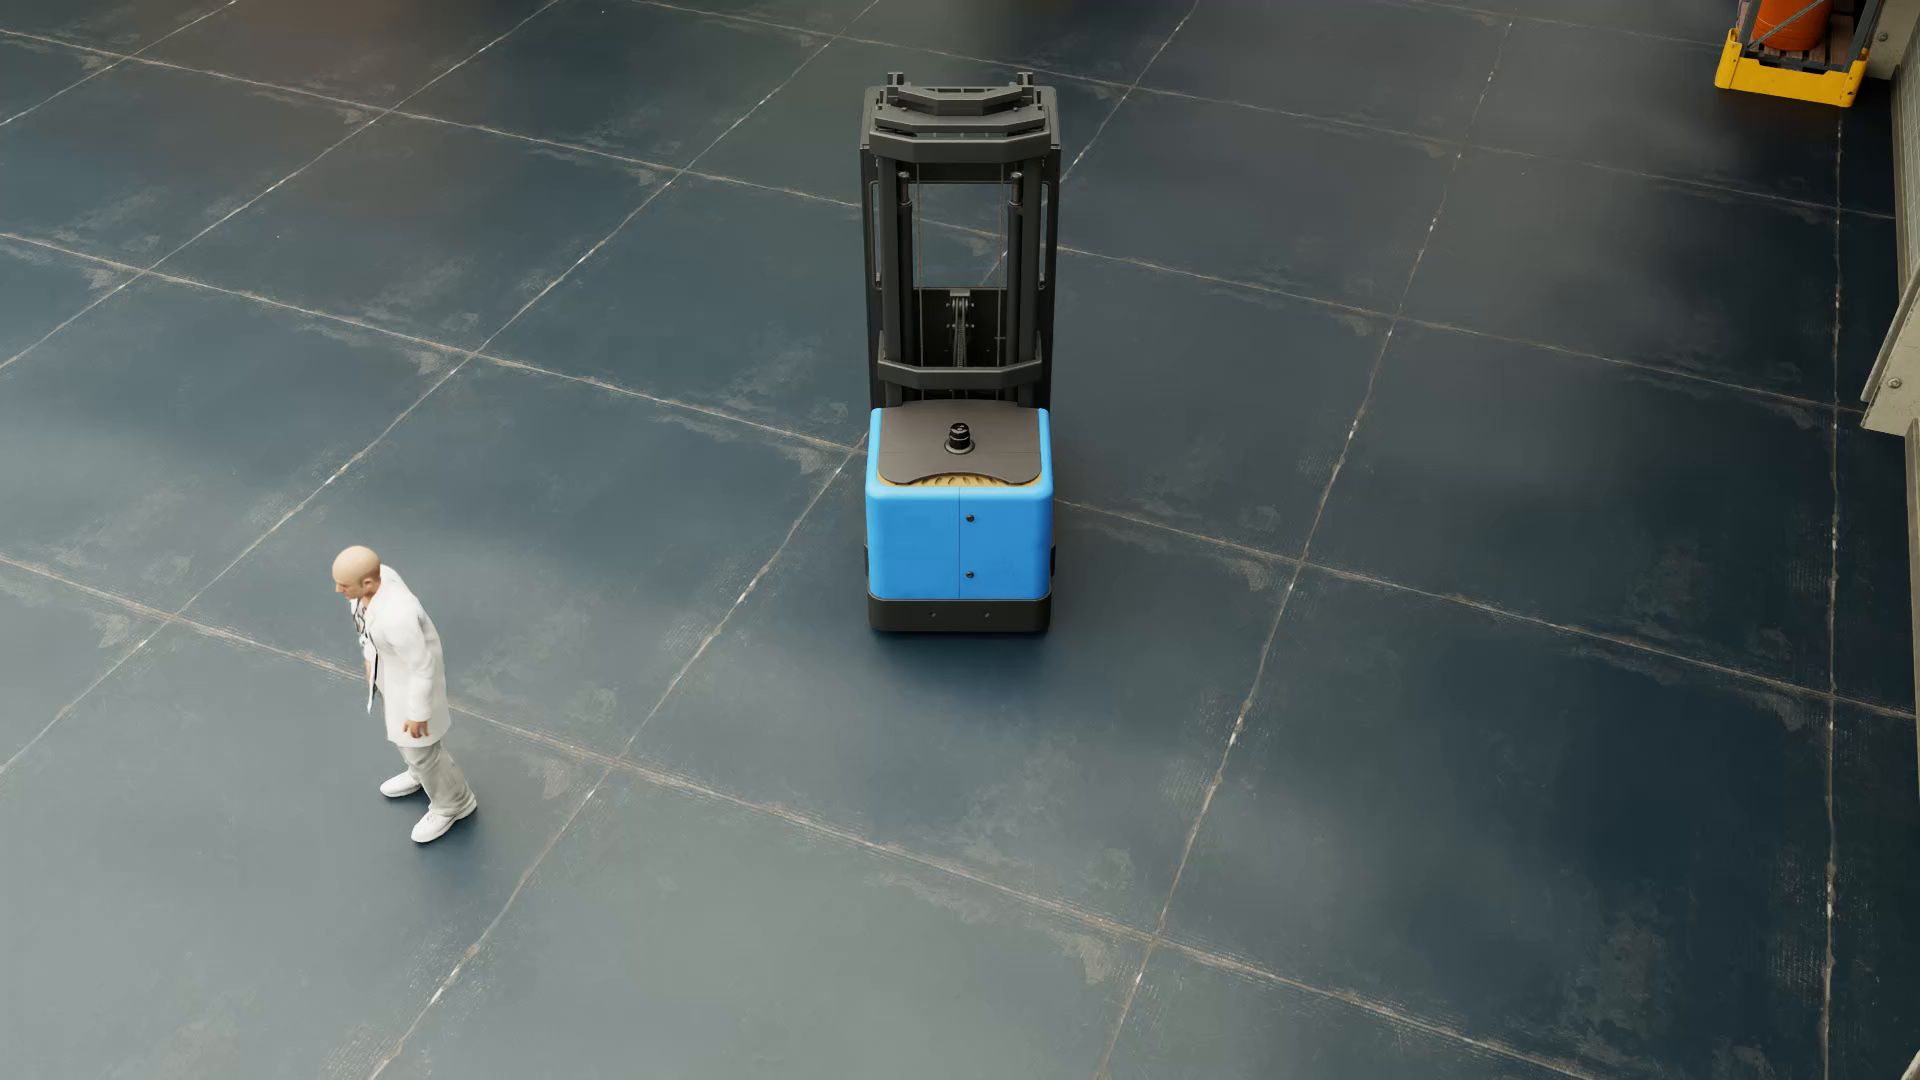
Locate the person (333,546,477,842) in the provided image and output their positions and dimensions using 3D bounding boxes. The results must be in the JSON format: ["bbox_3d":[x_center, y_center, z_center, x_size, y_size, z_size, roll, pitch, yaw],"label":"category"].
[{"bbox_3d":[-2.705,0.700,8.071,0.421,1.775,0.642,-26,46,-27],"label":"person"}]

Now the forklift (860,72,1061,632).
[{"bbox_3d":[0.002,-1.515,9.816,1.130,2.935,3.031,0,40,0],"label":"forklift"}]
